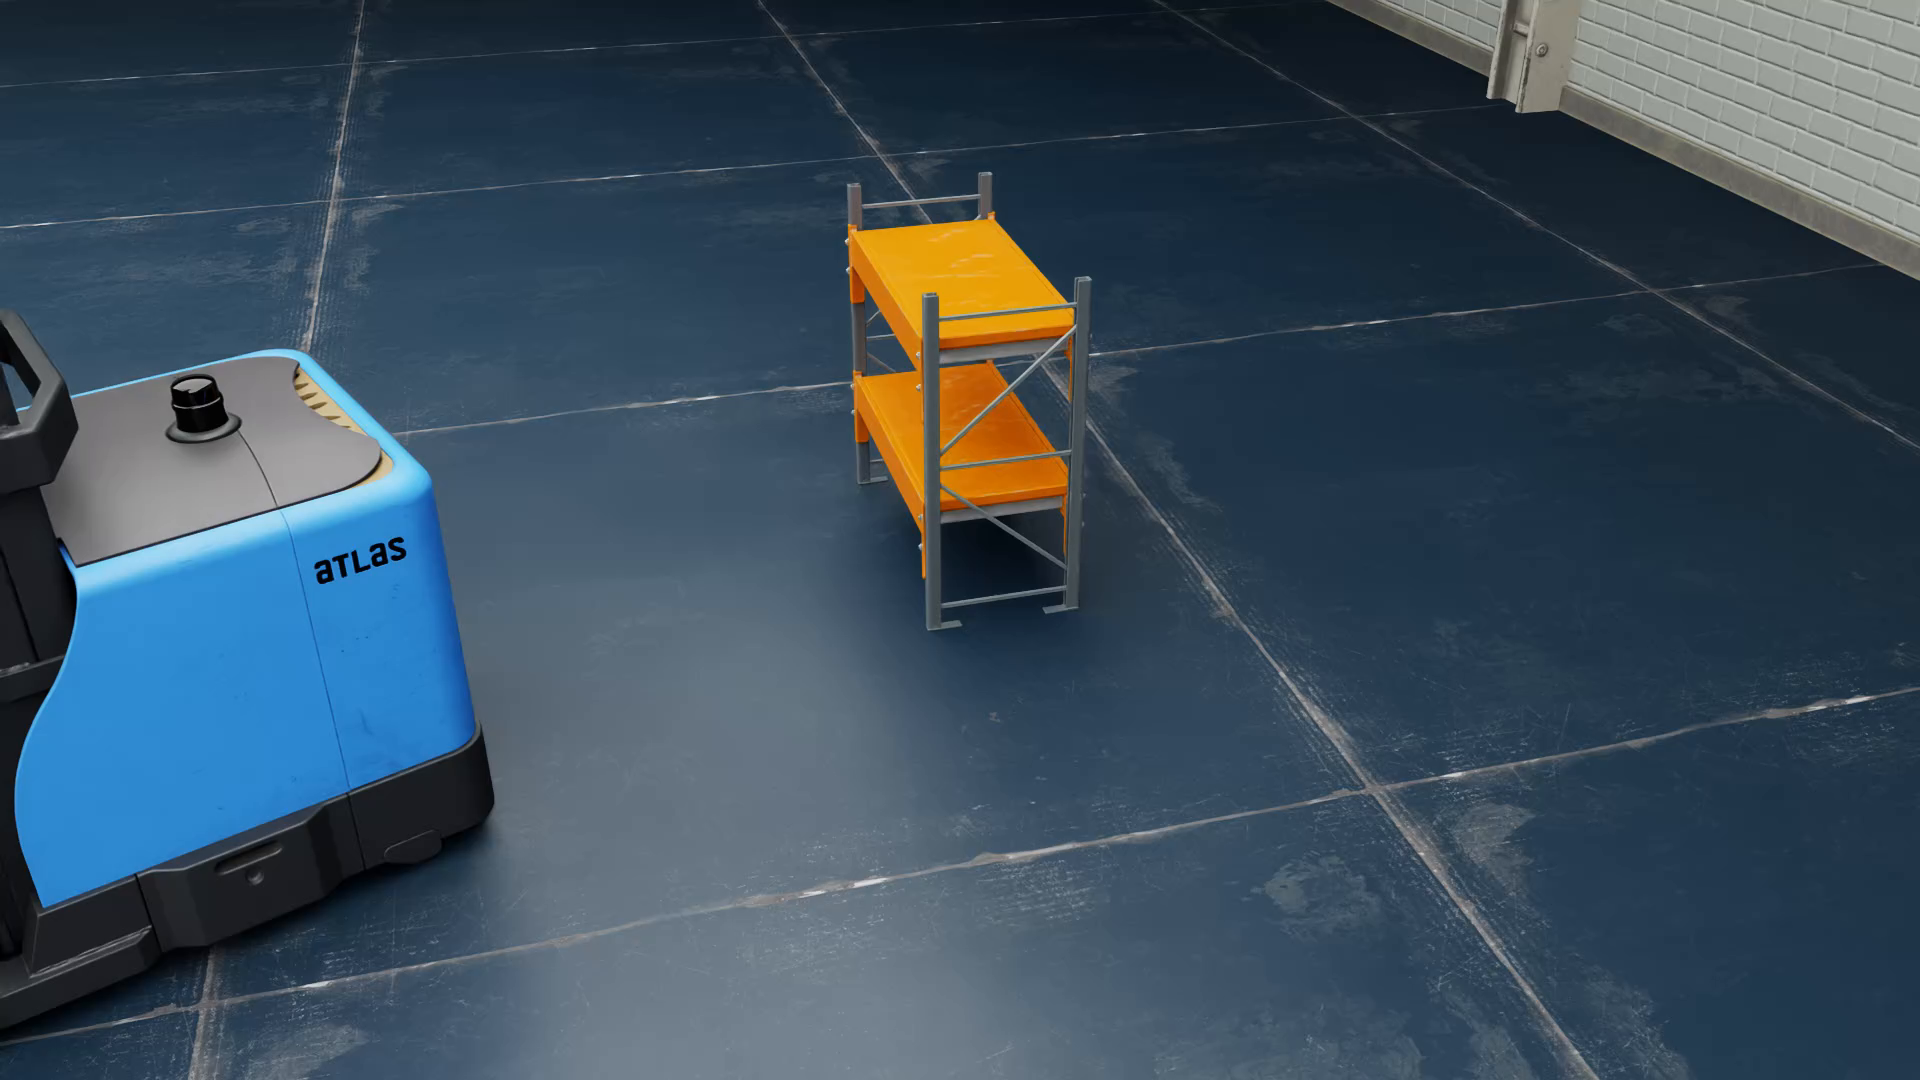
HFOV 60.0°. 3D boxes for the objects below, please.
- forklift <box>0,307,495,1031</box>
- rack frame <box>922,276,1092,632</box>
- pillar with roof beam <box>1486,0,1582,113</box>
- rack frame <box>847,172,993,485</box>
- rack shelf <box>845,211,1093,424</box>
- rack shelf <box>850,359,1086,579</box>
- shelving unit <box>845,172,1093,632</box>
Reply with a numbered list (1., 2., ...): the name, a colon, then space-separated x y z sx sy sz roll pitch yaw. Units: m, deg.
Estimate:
1. forklift: -2.714 -0.245 3.247 3.031 2.935 1.130 -21 36 -31
2. rack frame: 0.137 -0.238 5.038 0.500 1.125 0.032 -8 31 -13
3. pillar with roof beam: -0.579 -6.090 7.288 9.100 9.000 0.400 -8 31 -13
4. rack frame: -0.133 -0.729 5.887 0.500 1.125 0.032 -8 31 -13
5. rack shelf: 0.002 -0.737 5.316 0.538 0.278 1.000 -8 31 -13
6. rack shelf: 0.002 -0.272 5.585 0.538 0.278 1.000 -8 31 -13
7. shelving unit: 0.002 -0.484 5.463 0.538 1.125 1.048 -8 31 -13
